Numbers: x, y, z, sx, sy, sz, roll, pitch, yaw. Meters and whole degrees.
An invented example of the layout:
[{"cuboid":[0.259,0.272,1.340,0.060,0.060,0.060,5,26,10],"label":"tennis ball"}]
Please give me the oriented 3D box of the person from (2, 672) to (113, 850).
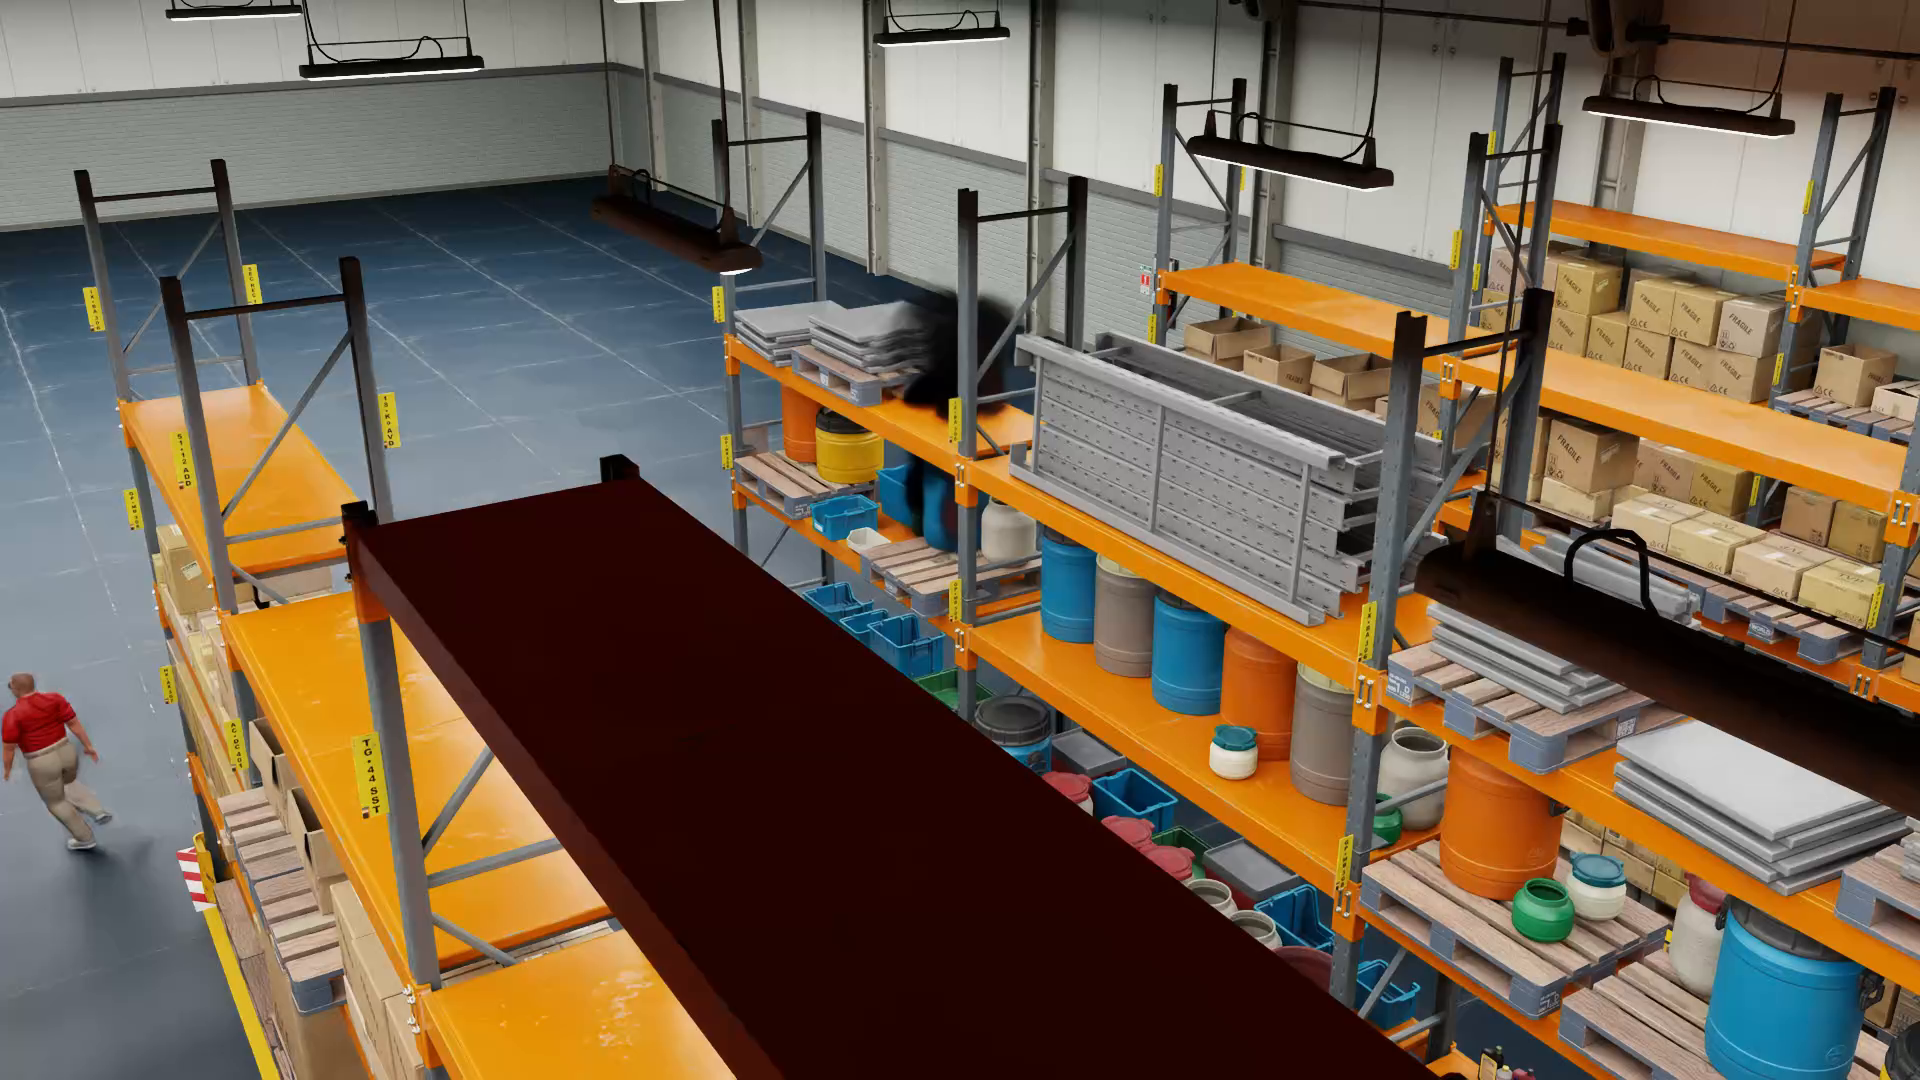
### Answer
[{"cuboid":[-7.847,1.914,14.363,0.590,1.708,0.666,10,24,24],"label":"person"}]
